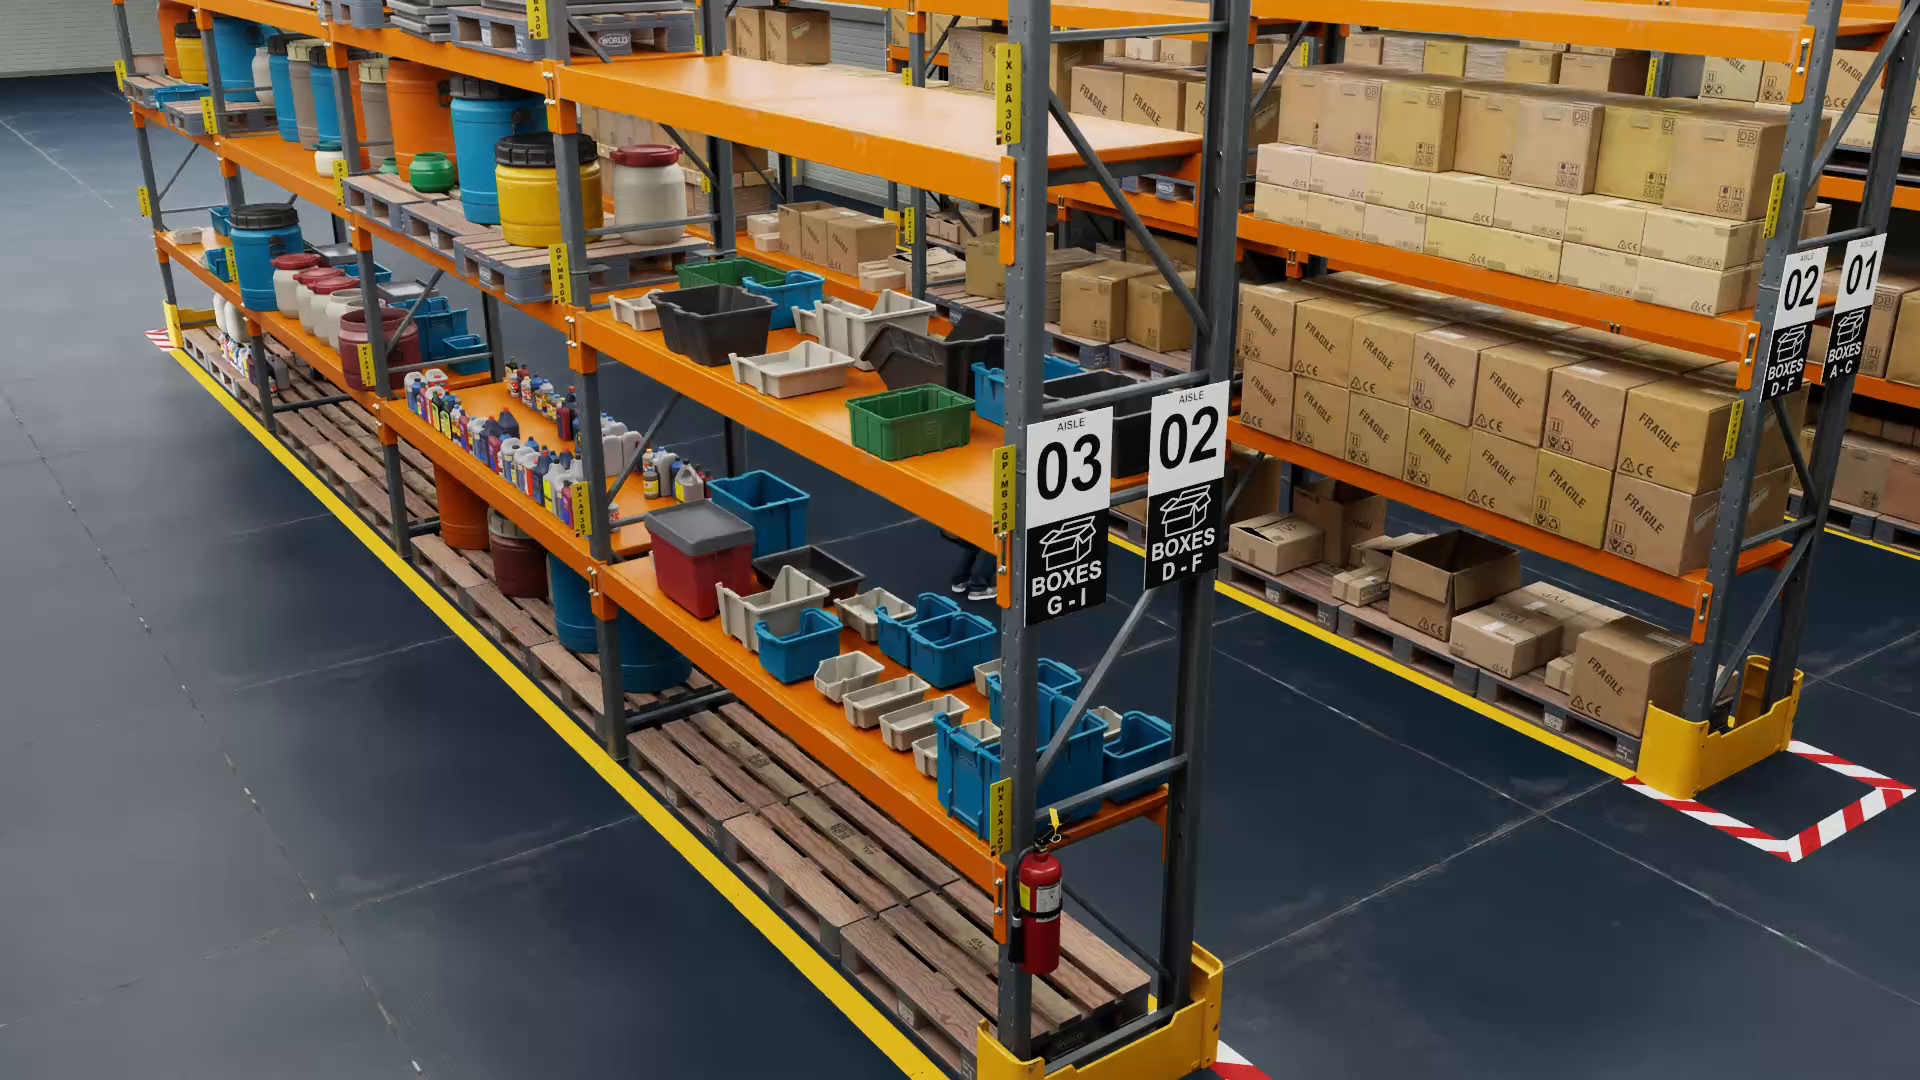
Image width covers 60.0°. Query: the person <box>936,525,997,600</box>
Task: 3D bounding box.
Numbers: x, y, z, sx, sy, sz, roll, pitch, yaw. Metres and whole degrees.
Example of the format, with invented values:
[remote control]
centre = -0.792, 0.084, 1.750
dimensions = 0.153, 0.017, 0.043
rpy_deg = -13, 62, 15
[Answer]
[person]
centre = 0.158, -0.093, 12.408
dimensions = 0.768, 1.010, 0.457
rpy_deg = -15, 26, -33
